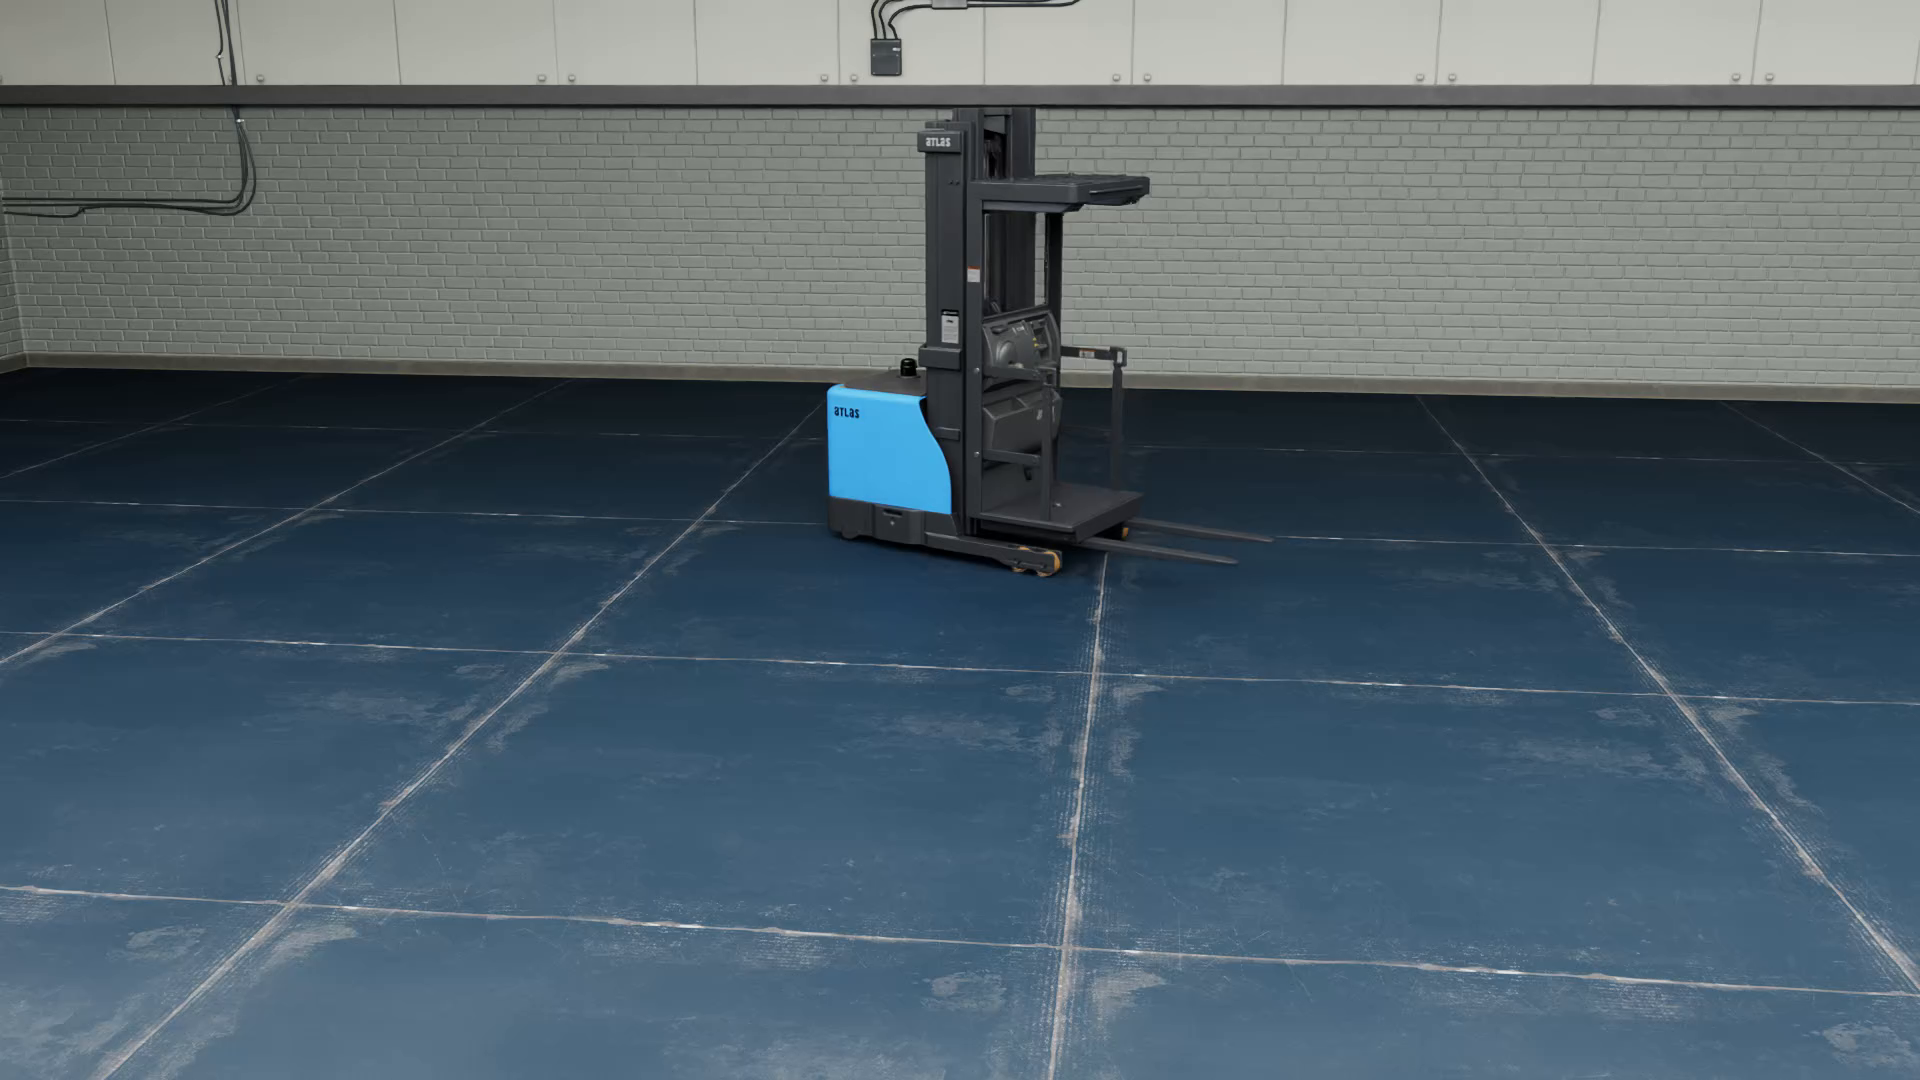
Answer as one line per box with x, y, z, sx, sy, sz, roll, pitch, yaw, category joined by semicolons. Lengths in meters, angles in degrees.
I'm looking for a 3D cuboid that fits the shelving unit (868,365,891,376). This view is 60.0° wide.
-0.527;-0.762;12.469;0.215;1.050;0.252;11;19;36;shelving unit

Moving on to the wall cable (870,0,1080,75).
0.239;-7.624;16.103;2.305;6.003;0.169;2;15;6;wall cable

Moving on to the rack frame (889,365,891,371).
-0.453;-0.788;12.563;0.200;1.050;0.008;11;19;36;rack frame

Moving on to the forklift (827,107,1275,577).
0.588;-1.336;10.987;3.031;2.935;1.130;9;18;30;forklift

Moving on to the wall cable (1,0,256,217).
-9.192;-4.767;18.002;3.097;2.526;0.112;2;15;6;wall cable

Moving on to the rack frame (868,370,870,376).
-0.600;-0.737;12.375;0.200;1.050;0.008;11;19;36;rack frame
